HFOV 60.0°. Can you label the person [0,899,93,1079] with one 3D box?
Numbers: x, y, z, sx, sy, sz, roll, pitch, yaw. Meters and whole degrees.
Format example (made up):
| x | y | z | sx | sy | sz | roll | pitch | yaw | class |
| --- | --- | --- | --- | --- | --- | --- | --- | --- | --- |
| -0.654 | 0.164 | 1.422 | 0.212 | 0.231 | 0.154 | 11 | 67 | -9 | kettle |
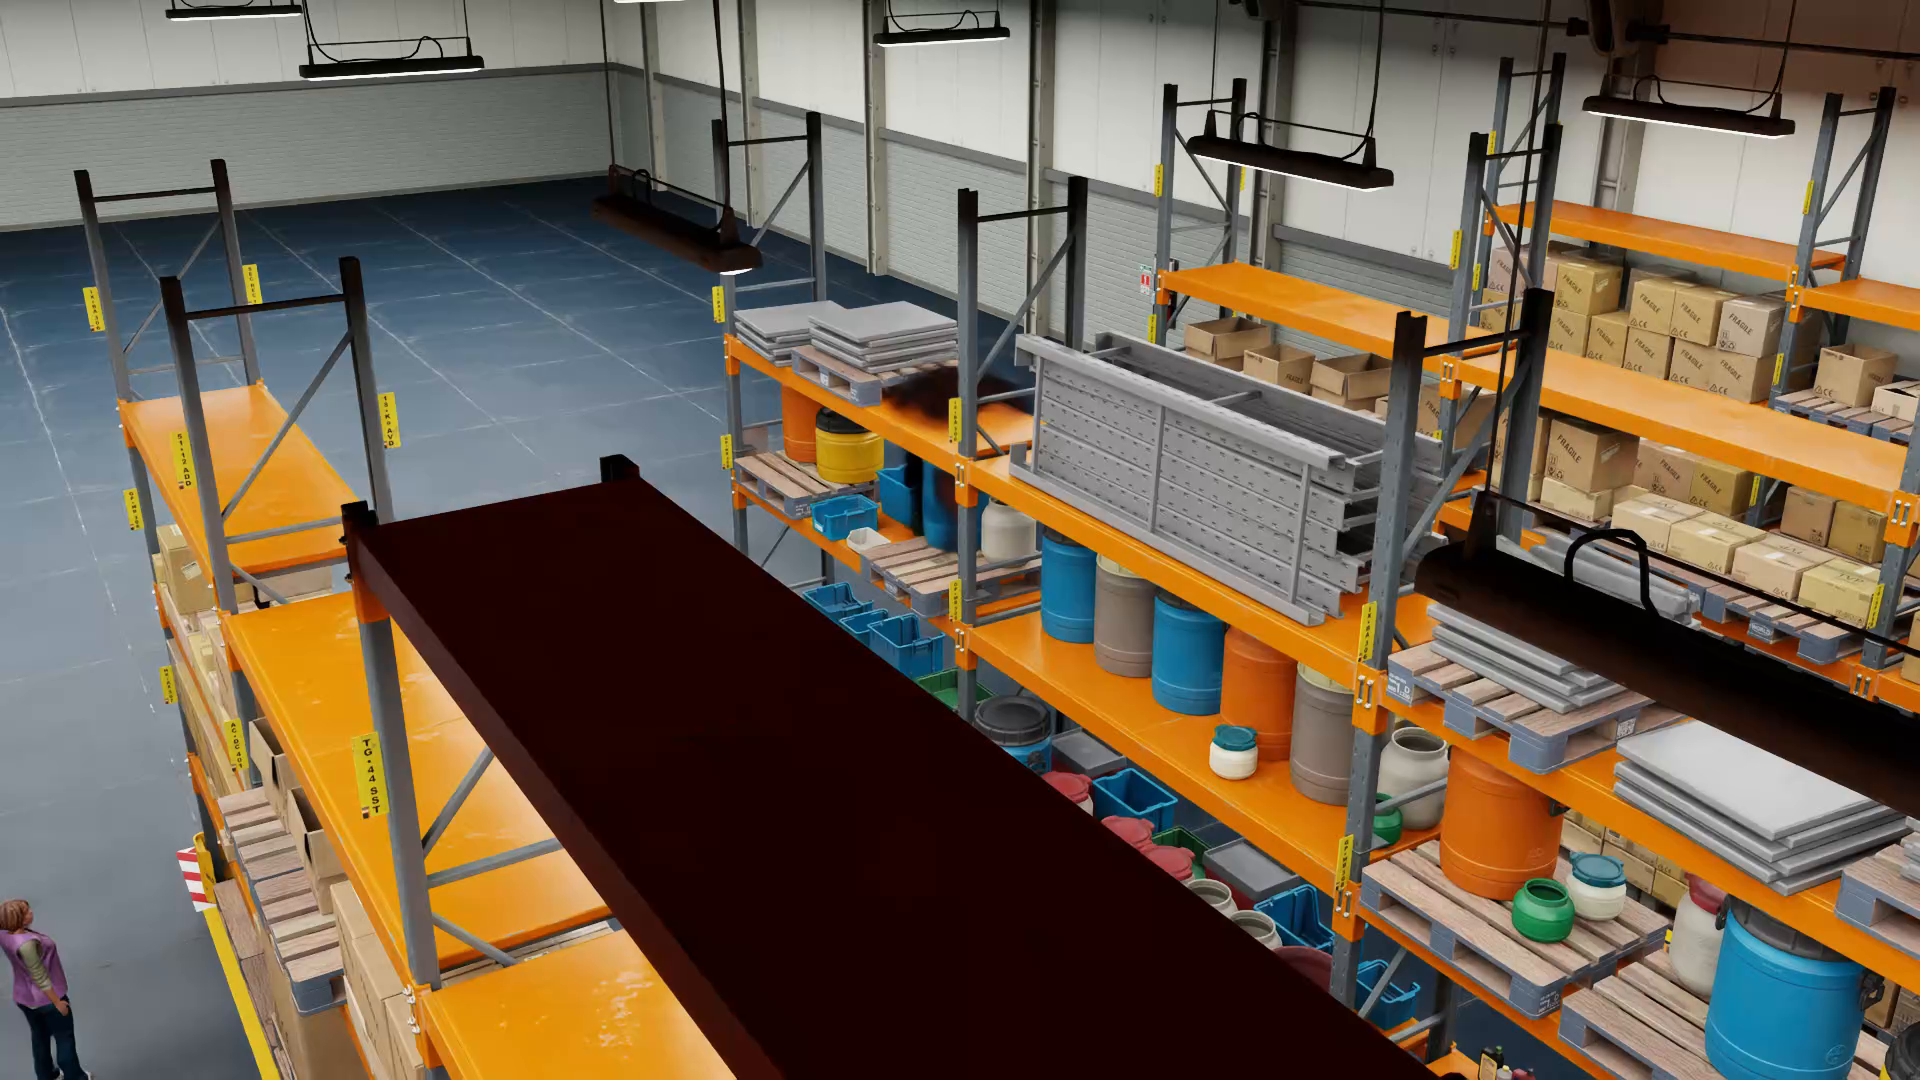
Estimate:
| x | y | z | sx | sy | sz | roll | pitch | yaw | class |
| --- | --- | --- | --- | --- | --- | --- | --- | --- | --- |
| -6.319 | 3.136 | 11.442 | 0.432 | 1.600 | 0.343 | 7 | 23 | 16 | person |
